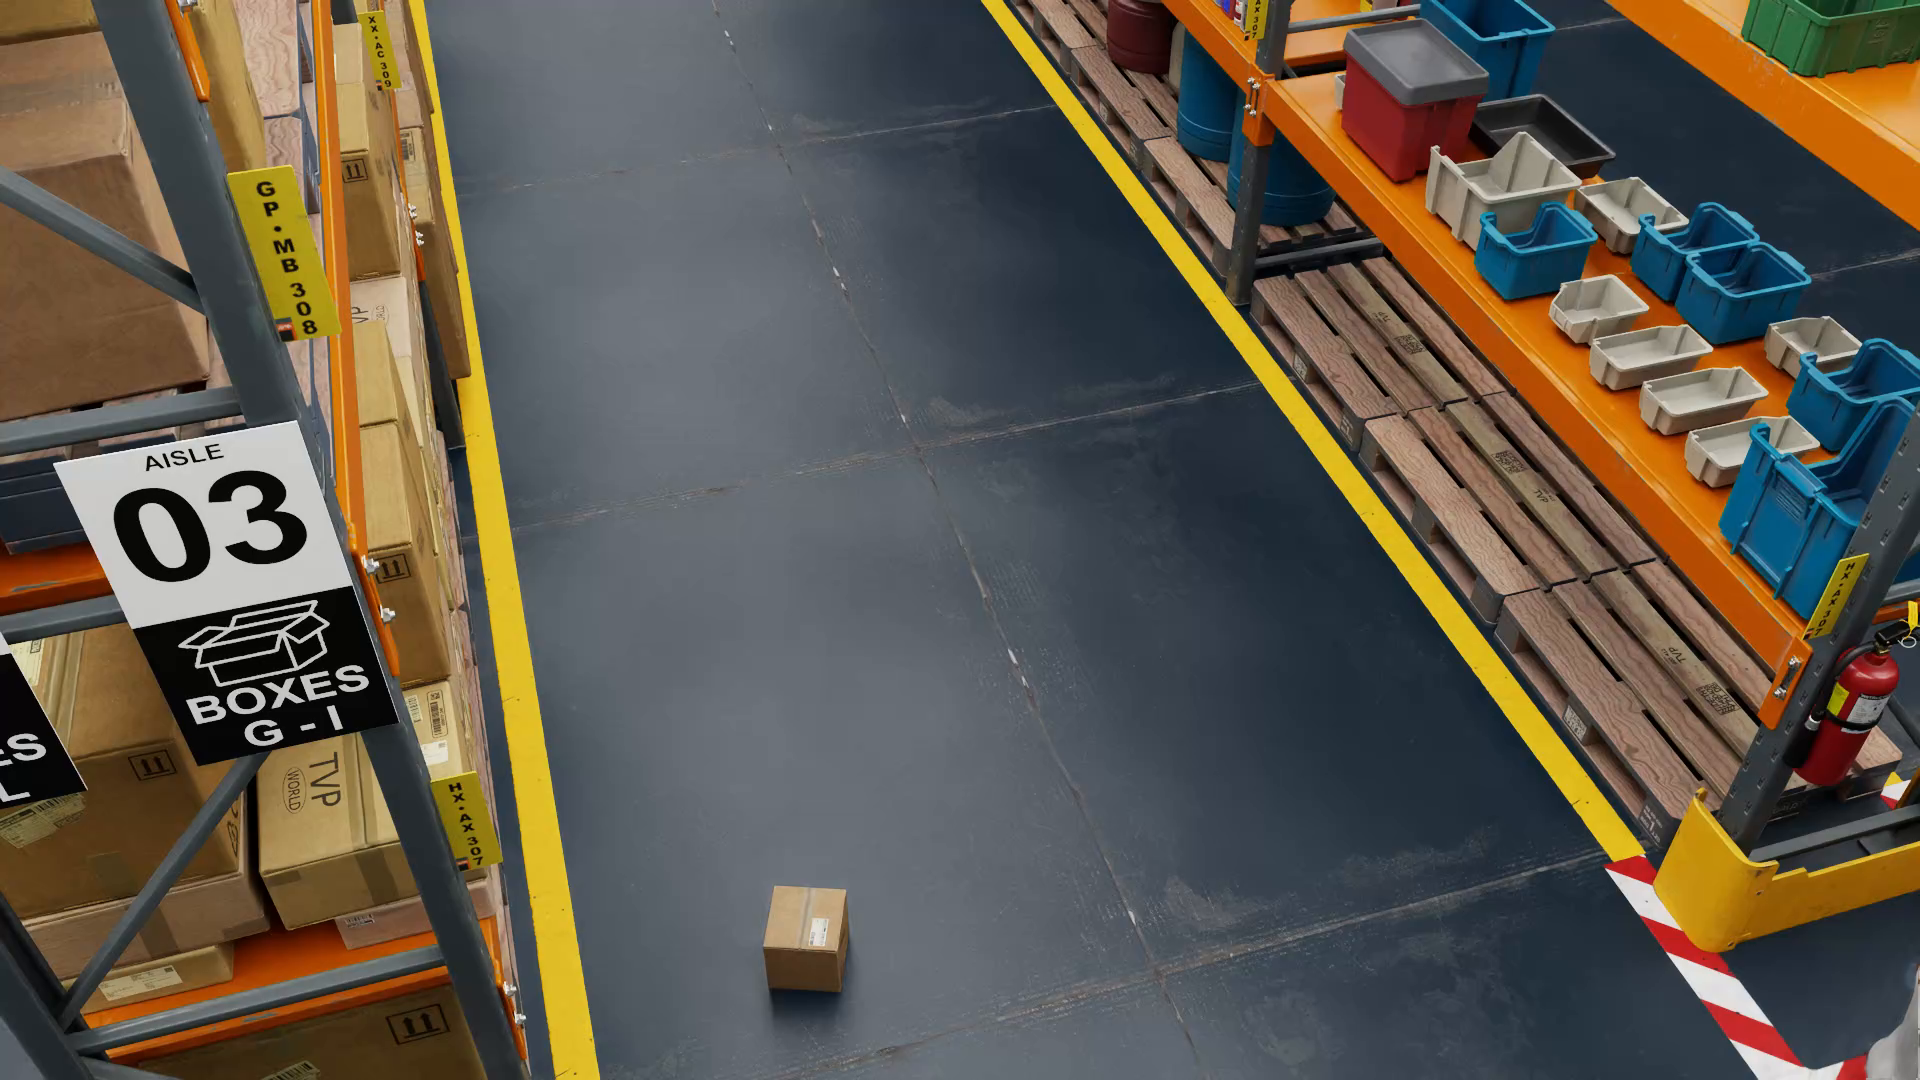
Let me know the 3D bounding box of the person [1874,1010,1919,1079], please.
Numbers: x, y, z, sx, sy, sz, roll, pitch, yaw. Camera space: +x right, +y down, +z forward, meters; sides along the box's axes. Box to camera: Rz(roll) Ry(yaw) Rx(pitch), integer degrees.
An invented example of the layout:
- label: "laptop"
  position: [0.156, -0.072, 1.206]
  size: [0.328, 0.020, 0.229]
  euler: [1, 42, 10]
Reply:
- label: "person"
  position: [2.547, 1.520, 4.466]
  size: [0.532, 1.660, 0.444]
  euler: [17, 45, 18]
